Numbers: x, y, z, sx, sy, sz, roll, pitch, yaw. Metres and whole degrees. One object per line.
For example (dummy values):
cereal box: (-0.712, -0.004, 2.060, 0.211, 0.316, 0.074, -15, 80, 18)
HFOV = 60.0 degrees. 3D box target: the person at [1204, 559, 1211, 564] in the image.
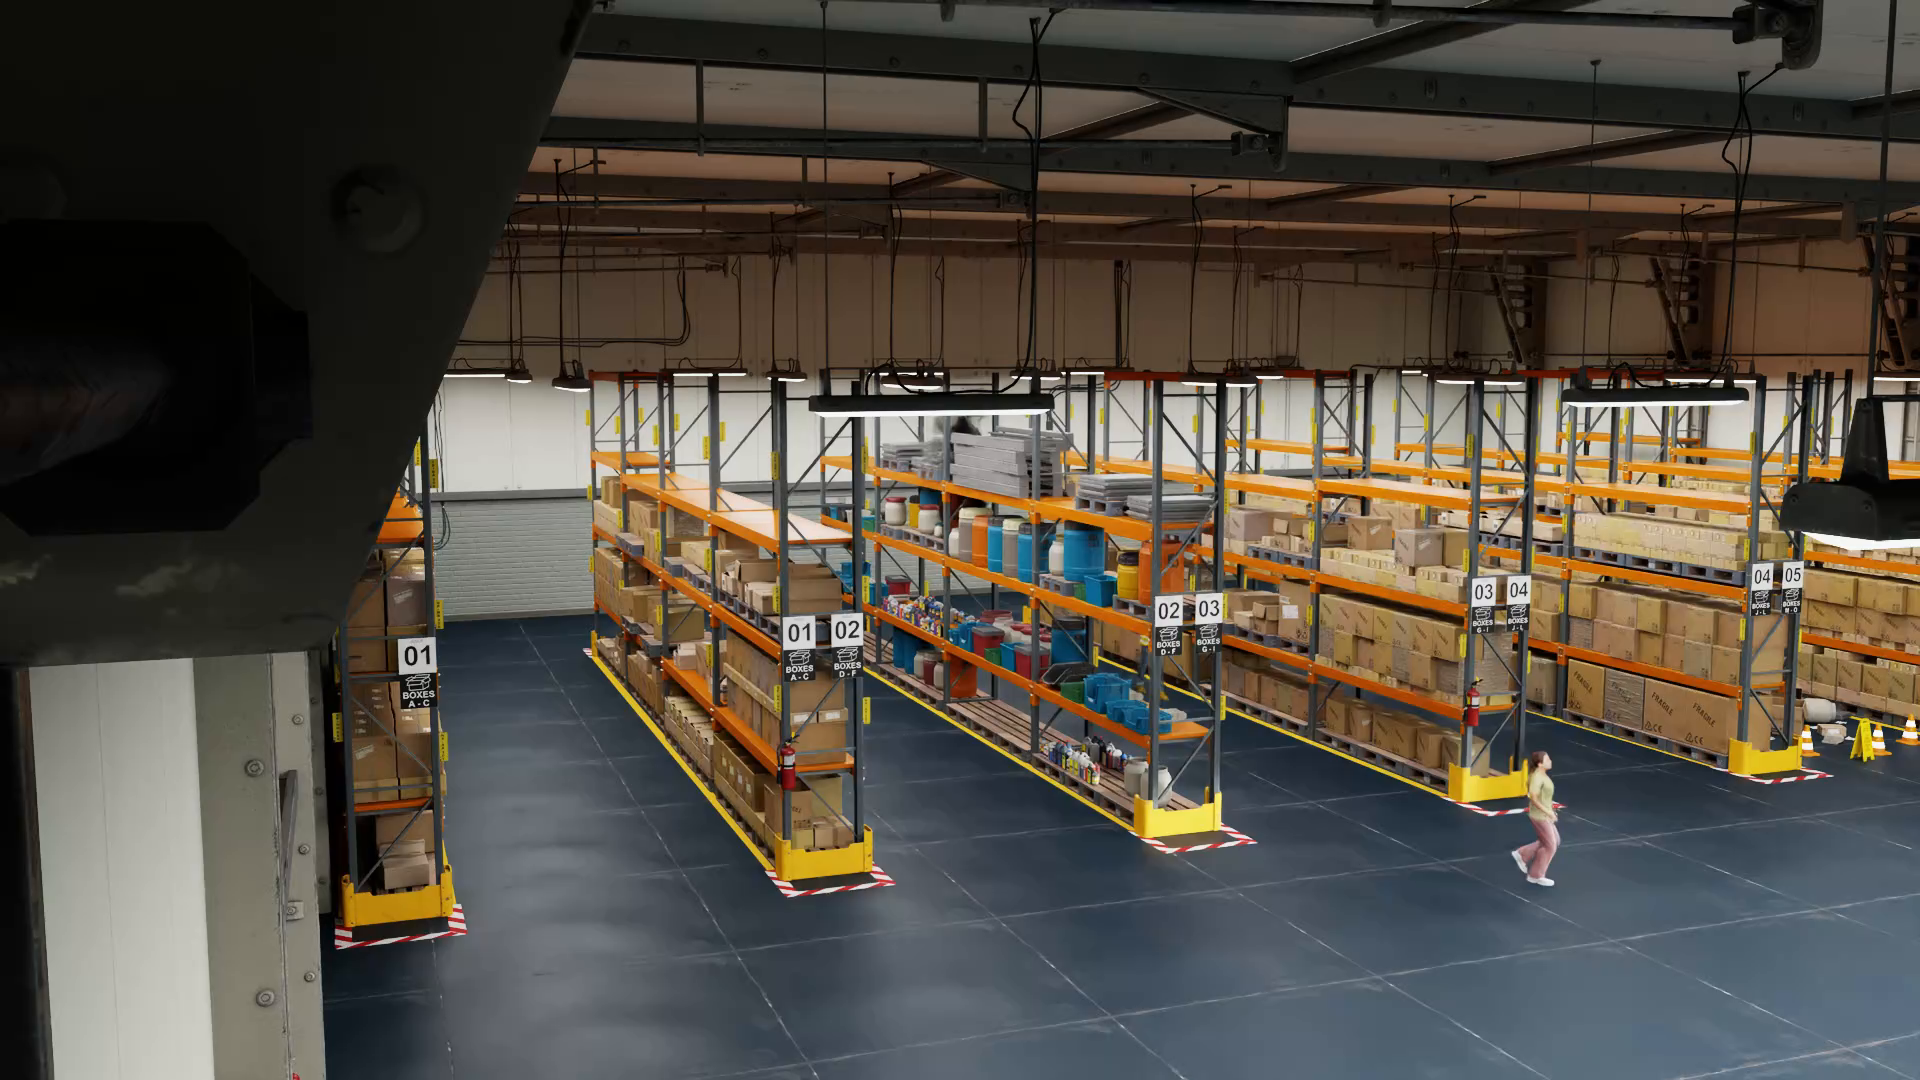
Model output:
person: (5.673, 1.258, 38.222, 0.646, 1.664, 0.618, -1, 7, -12)

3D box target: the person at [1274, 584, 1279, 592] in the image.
person: (8.208, 0.794, 42.190, 0.674, 1.661, 0.536, -2, 7, -15)

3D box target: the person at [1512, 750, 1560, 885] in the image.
person: (6.908, 3.312, 19.902, 0.547, 1.636, 0.580, 2, 7, 17)

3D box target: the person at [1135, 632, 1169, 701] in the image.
person: (3.364, 1.885, 29.342, 0.668, 1.818, 0.806, -3, 7, -24)
